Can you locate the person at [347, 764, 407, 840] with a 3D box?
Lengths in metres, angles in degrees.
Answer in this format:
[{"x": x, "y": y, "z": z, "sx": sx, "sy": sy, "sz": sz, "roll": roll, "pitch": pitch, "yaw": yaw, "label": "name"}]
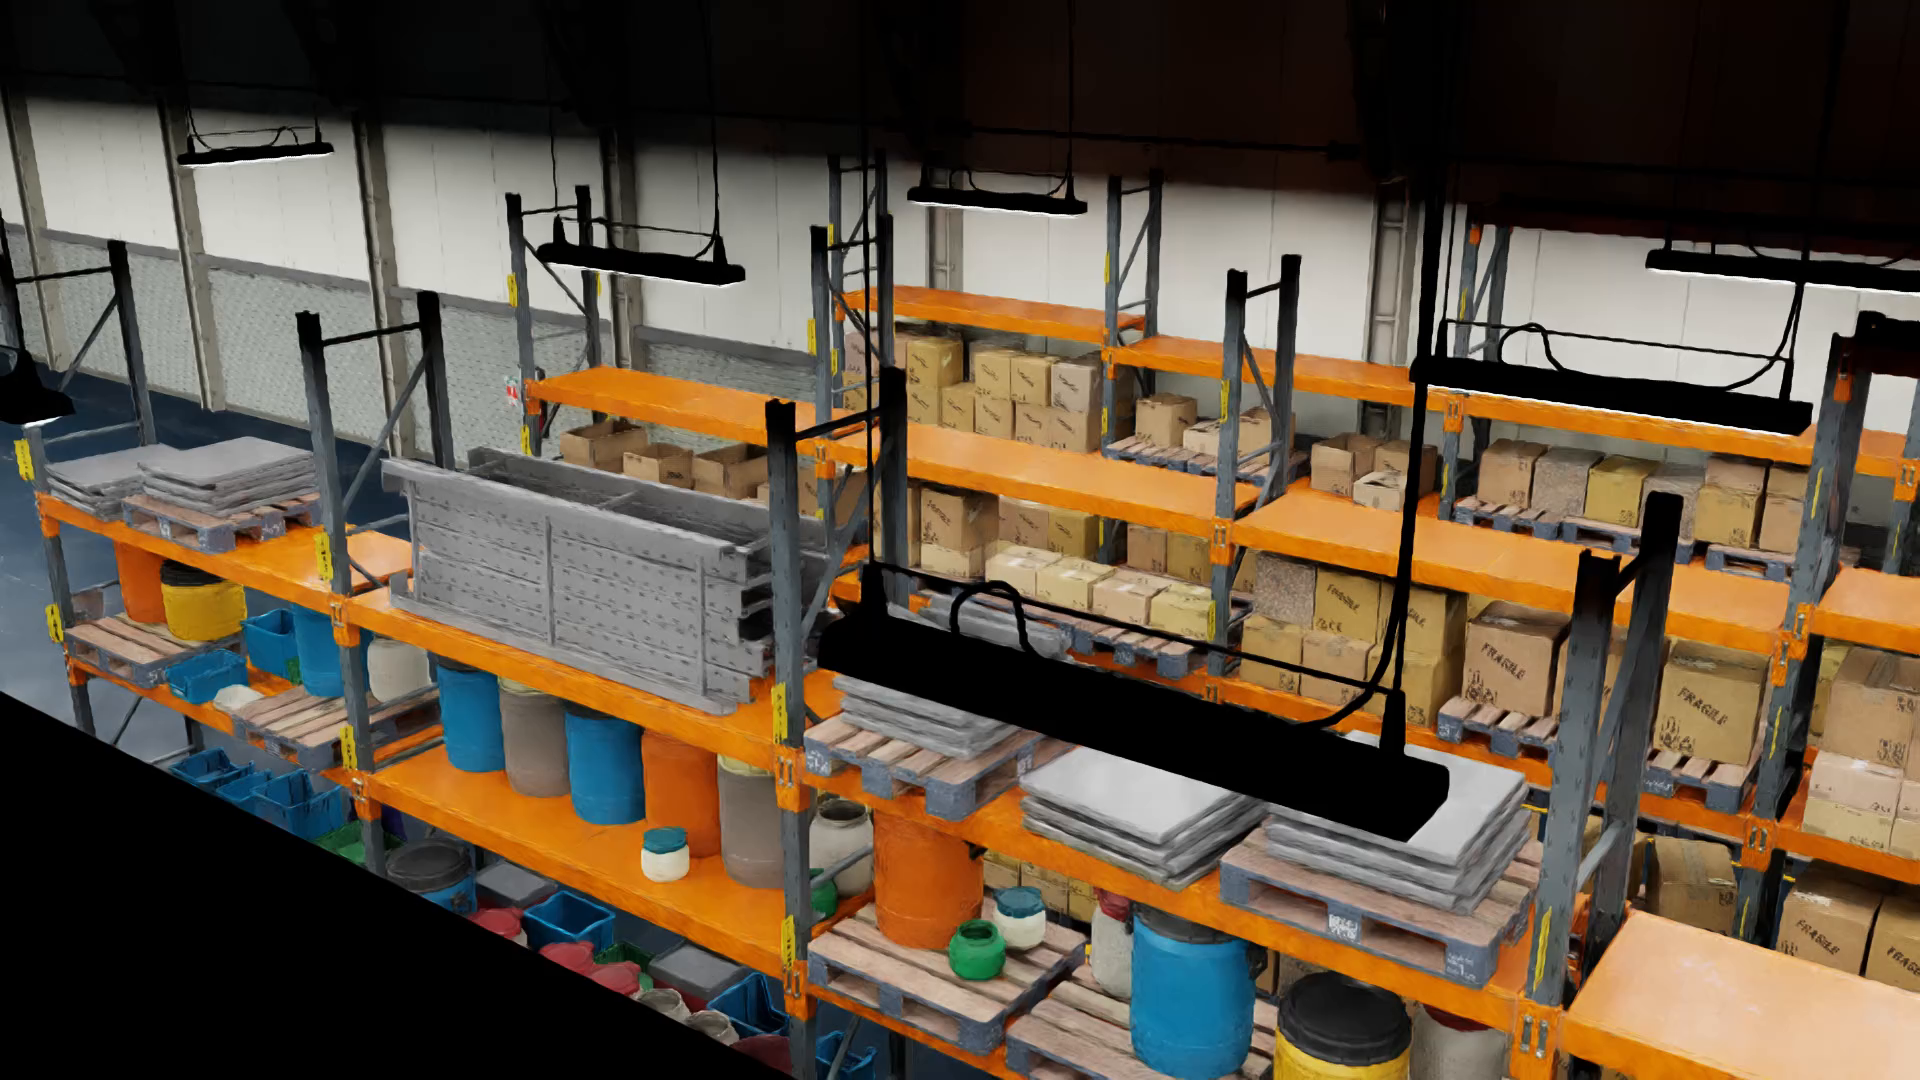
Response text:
[{"x": -5.401, "y": 2.442, "z": 15.308, "sx": 1.090, "sy": 1.567, "sz": 0.479, "roll": 14, "pitch": 23, "yaw": 37, "label": "person"}]
